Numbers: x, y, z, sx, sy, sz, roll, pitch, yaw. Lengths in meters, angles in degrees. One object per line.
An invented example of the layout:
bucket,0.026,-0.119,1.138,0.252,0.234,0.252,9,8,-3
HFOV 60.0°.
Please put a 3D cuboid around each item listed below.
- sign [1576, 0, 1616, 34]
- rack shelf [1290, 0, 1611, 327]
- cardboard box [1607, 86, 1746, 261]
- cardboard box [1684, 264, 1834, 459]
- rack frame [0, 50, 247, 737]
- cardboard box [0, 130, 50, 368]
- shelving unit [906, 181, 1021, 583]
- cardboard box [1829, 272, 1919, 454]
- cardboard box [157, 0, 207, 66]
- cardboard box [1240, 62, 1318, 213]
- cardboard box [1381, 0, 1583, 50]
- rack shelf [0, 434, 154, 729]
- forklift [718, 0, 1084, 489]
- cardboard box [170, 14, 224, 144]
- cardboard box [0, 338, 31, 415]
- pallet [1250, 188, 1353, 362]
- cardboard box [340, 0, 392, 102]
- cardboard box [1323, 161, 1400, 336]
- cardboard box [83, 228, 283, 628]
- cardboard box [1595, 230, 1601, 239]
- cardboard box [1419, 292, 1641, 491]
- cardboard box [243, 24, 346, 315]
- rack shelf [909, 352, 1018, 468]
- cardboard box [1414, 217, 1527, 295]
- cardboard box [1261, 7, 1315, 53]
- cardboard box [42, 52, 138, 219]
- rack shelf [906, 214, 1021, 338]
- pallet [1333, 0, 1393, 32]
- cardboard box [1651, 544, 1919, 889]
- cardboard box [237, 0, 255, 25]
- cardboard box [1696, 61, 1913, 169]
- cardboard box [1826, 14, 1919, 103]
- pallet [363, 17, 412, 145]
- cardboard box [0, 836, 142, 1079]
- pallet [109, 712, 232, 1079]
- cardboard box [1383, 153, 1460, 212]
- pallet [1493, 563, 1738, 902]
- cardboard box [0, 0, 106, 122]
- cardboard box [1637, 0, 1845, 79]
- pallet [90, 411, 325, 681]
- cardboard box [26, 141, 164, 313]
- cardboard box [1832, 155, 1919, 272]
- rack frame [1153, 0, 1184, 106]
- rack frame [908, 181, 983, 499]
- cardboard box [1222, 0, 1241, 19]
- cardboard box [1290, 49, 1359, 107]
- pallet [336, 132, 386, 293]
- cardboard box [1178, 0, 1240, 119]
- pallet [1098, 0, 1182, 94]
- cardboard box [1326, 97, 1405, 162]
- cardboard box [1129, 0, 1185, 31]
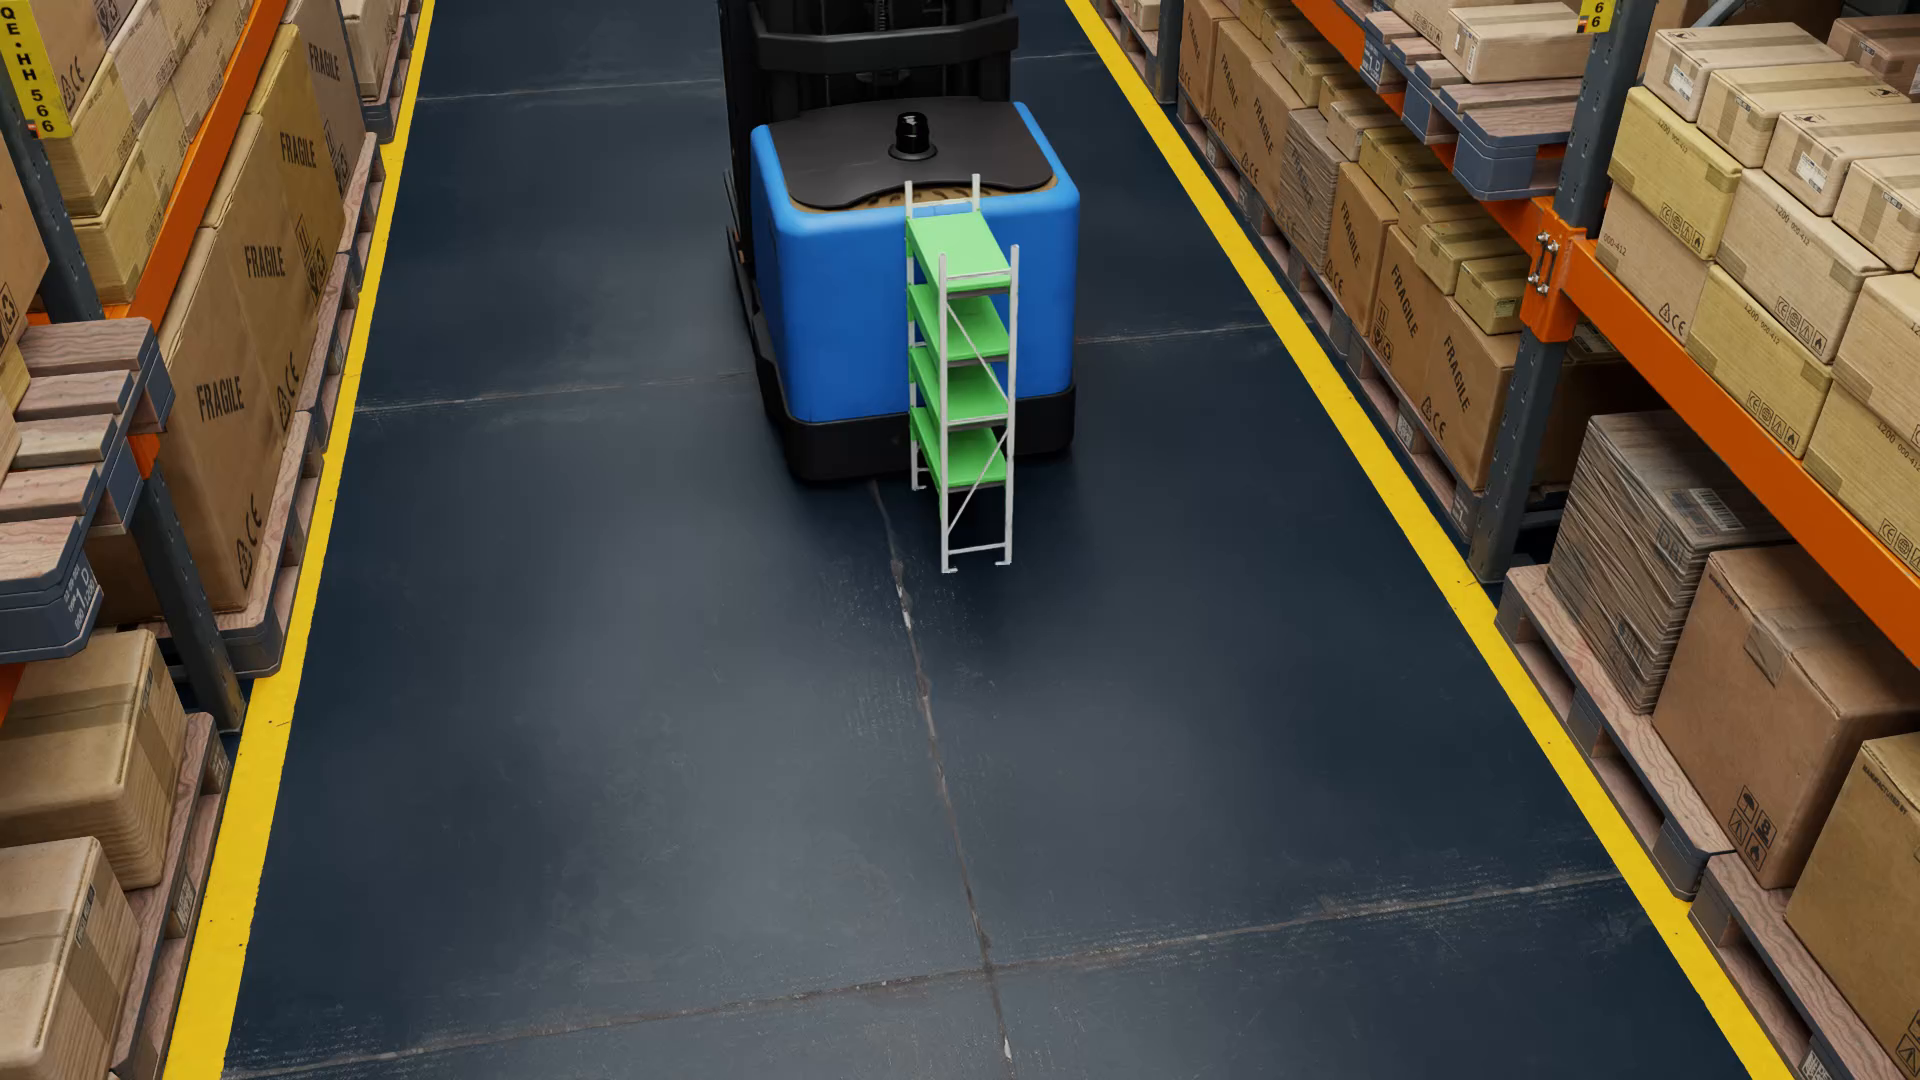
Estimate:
sign,1.688,-1.482,4.333,0.100,0.325,0.005,-6,38,-8
rack shelf,1.870,-2.044,6.522,1.077,0.370,4.000,-6,38,-8
cardboard box,2.034,-0.961,4.257,0.500,0.250,0.500,-6,38,-8
cardboard box,2.141,-0.462,4.022,0.500,0.250,0.500,-7,38,-9
rack frame,-2.665,-0.584,4.057,1.000,3.000,0.127,-6,38,-8
cardboard box,-2.312,-0.662,3.491,0.500,0.500,0.500,-7,38,-9
shelving unit,0.006,-0.496,5.410,0.258,1.200,0.503,-8,38,-10
cardboard box,2.219,-0.343,3.462,0.500,0.250,0.500,-7,38,-9
cardboard box,-2.676,-1.669,5.169,0.500,0.250,0.500,-6,38,-8
cardboard box,1.569,-1.776,7.286,0.500,0.500,0.500,-7,38,-9
cardboard box,1.717,-1.829,5.439,0.500,0.250,0.500,-8,39,-10
rack shelf,-2.315,0.908,2.722,1.077,0.370,4.000,-6,38,-8
forklift,-0.389,-2.244,6.249,1.130,2.935,3.031,-8,39,-10
cardboard box,-2.697,-1.473,5.323,0.500,0.250,0.500,-5,38,-6
cardboard box,-2.258,-0.324,3.584,0.380,0.149,0.250,-6,38,-7
pallet,1.917,-1.209,7.134,1.003,0.211,1.213,-6,38,-8
cardboard box,-3.371,-2.545,8.327,0.875,0.438,0.875,-7,38,-9
cardboard box,1.763,-1.150,6.481,0.500,0.500,0.500,-5,38,-6
cardboard box,-2.705,-0.337,5.128,0.875,0.875,0.875,-7,38,-8
cardboard box,2.416,-1.067,5.845,0.380,0.149,0.250,-5,38,-7
cardboard box,1.935,-0.531,5.684,0.500,0.500,0.500,-5,38,-7
cardboard box,-3.013,-1.416,6.517,0.875,0.875,0.875,-5,38,-7
rack shelf,0.006,-0.445,5.449,0.258,0.148,0.480,-8,38,-10
cardboard box,1.807,-0.988,5.743,0.380,0.149,0.250,-8,39,-10
cardboard box,1.563,-2.249,7.366,0.380,0.149,0.250,-7,38,-9
cardboard box,-2.511,-1.055,4.377,0.500,0.250,0.500,-6,38,-8
rack shelf,0.006,-0.824,5.155,0.258,0.148,0.480,-8,38,-10
pallet,1.875,-2.218,6.317,1.003,0.211,1.213,-6,38,-8
cardboard box,2.439,0.424,4.353,0.875,0.625,0.625,-5,38,-6
cardboard box,-2.882,-2.082,6.108,0.500,0.250,0.500,-7,38,-9
cardboard box,2.035,-1.030,4.021,0.380,0.149,0.250,-5,38,-7
cardboard box,2.477,-1.241,4.292,0.380,0.149,0.250,-5,38,-6
pallet,-3.423,-2.366,8.624,1.003,0.211,1.213,-6,38,-8
cardboard box,-2.439,1.075,3.721,0.950,0.372,0.625,-7,38,-9
pallet,-2.530,0.989,4.304,1.003,0.211,1.213,-6,38,-8
cardboard box,1.802,-1.316,6.165,0.380,0.149,0.250,-5,38,-7
pallet,2.327,0.483,4.957,1.003,0.211,1.213,-6,38,-8
cardboard box,-2.511,-1.342,4.137,0.500,0.500,0.500,-7,38,-9
cardboard box,2.285,-1.653,5.009,0.500,0.500,0.500,-5,38,-6
pallet,-2.729,0.033,5.536,1.003,0.211,1.213,-6,38,-8
cardboard box,-2.503,-0.847,4.518,0.500,0.250,0.500,-7,38,-9
cardboard box,2.163,-0.721,3.623,0.380,0.149,0.250,-6,38,-7
rack frame,1.520,-3.536,7.857,1.000,3.000,0.127,-6,38,-8
rack frame,-0.046,-0.642,5.598,0.240,1.200,0.015,-8,38,-10
cardboard box,1.445,-2.567,7.775,0.380,0.149,0.250,-7,38,-9
cardboard box,1.611,-1.944,6.973,0.380,0.149,0.250,-5,38,-6
pallet,-3.157,-1.441,7.433,1.003,0.211,1.213,-6,38,-8
cardboard box,1.383,-2.398,8.087,0.500,0.500,0.500,-5,38,-6
pallet,1.400,-2.850,9.246,1.003,0.211,1.213,-6,38,-8
cardboard box,1.680,-1.630,6.570,0.380,0.149,0.250,-8,39,-10
cardboard box,1.133,-2.881,8.995,0.380,0.149,0.250,-7,38,-9
